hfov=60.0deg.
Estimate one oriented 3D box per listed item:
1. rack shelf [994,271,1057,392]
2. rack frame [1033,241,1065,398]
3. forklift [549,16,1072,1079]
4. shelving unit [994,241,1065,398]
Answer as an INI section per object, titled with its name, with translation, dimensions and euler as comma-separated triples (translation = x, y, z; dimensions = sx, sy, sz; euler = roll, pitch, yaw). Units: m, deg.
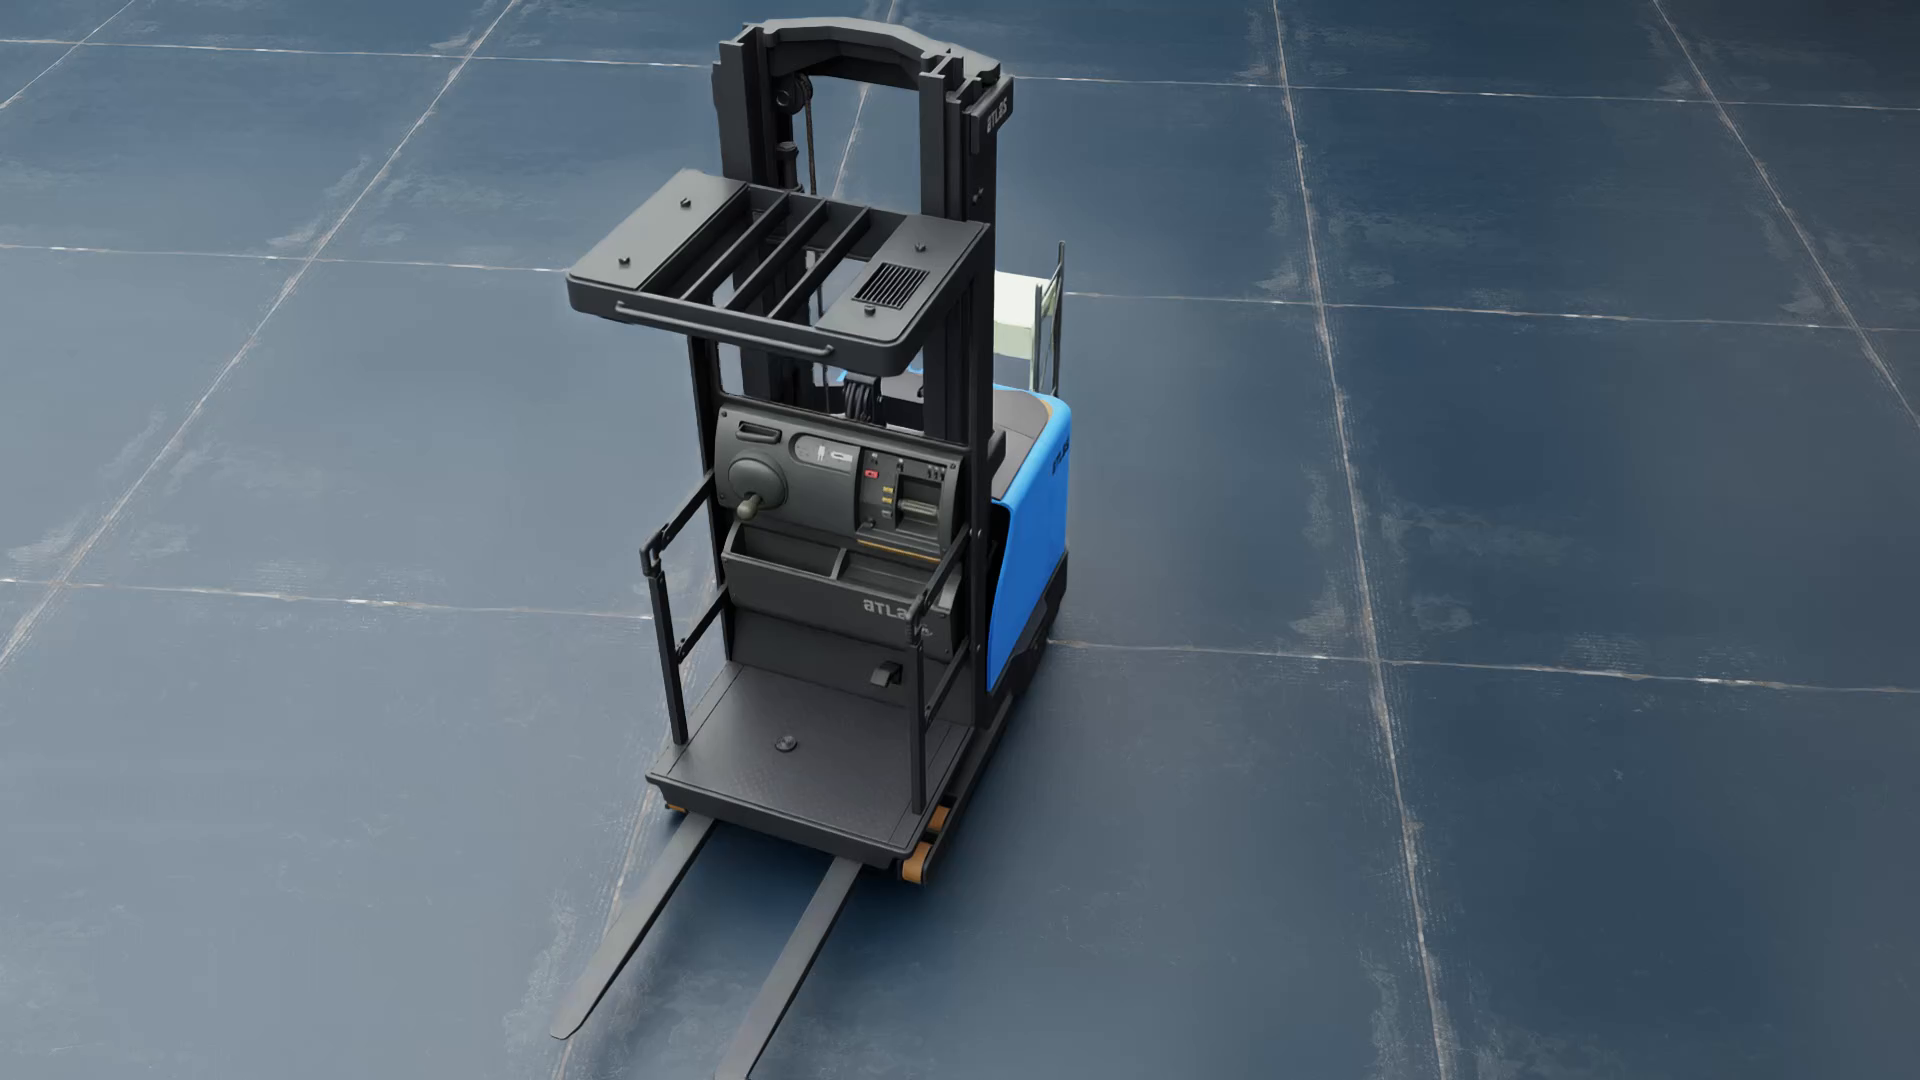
[rack shelf]
translation = 0.032, -0.951, 7.283
dimensions = 0.720, 0.370, 0.431
euler = 11, 41, 14
[rack frame]
translation = 0.380, -0.578, 7.443
dimensions = 0.023, 1.500, 0.400
euler = 11, 41, 14
[forklift]
translation = -0.519, -0.133, 5.762
dimensions = 1.130, 2.935, 3.031
euler = 14, 41, 16
[shelving unit]
translation = 0.032, -0.648, 7.529
dimensions = 0.755, 1.500, 0.431
euler = 11, 41, 14
